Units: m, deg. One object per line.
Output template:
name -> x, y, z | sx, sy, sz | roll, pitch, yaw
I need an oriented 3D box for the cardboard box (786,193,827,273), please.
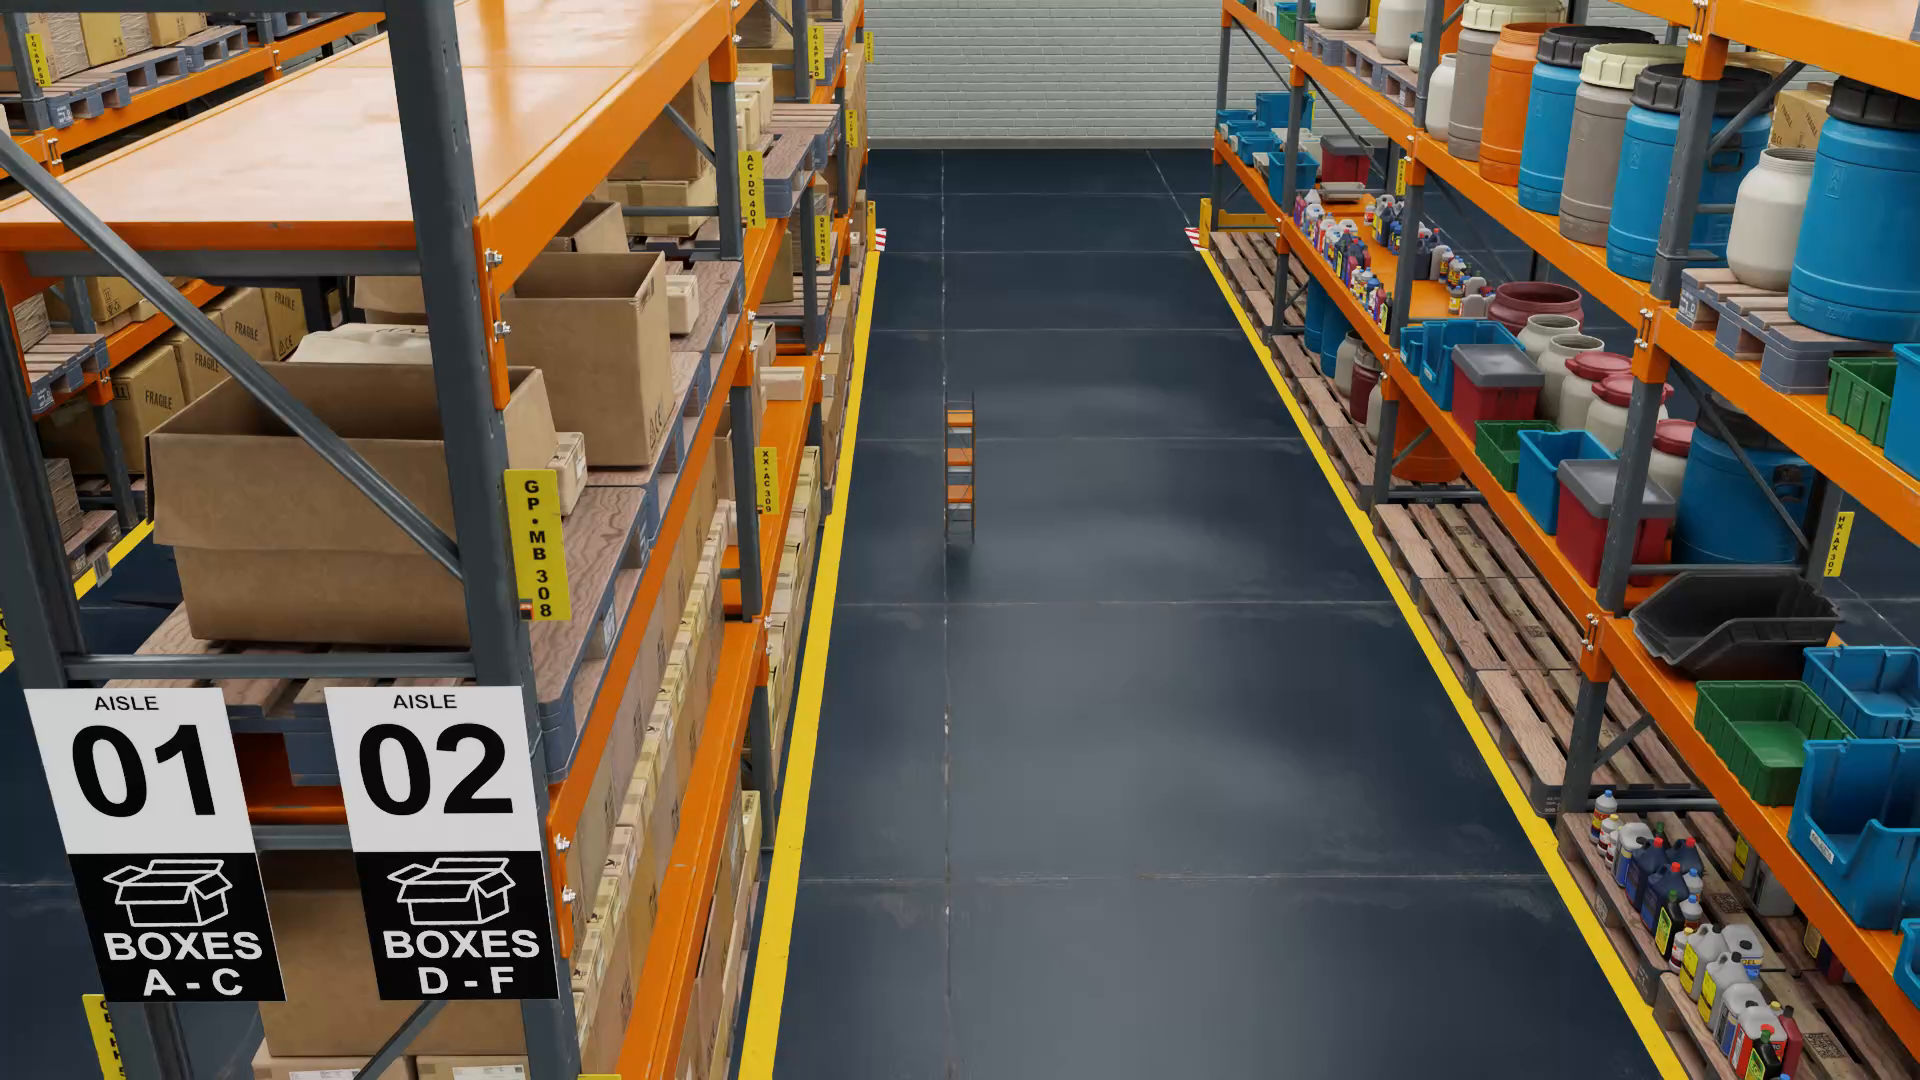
cardboard box -> -1.414, -2.356, 12.689 | 0.700, 0.500, 0.500 | 4, 25, 9

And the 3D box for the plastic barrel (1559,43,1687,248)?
plastic barrel -> 3.292, -1.928, 8.125 | 0.600, 0.901, 0.600 | 0, 24, 0

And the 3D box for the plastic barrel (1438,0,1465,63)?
plastic barrel -> 3.474, -3.491, 11.158 | 0.600, 0.830, 0.708 | 0, 24, -1

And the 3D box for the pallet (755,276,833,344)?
pallet -> -1.553, -1.674, 12.045 | 1.213, 0.211, 1.003 | 0, 24, -1

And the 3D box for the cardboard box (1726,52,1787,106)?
cardboard box -> 8.611, -5.031, 18.146 | 0.500, 0.500, 0.500 | 0, 24, 0

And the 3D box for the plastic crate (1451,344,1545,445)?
plastic crate -> 3.189, -0.865, 9.945 | 0.402, 0.464, 0.583 | 0, 24, -1

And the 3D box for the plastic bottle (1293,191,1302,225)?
plastic bottle -> 3.011, -2.945, 14.764 | 0.061, 0.283, 0.133 | 0, 24, -1

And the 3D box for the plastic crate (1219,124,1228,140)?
plastic crate -> 2.985, -4.471, 18.243 | 0.250, 0.136, 0.298 | 0, 24, -1

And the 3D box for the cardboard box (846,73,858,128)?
cardboard box -> -1.254, -4.252, 16.176 | 0.500, 0.500, 0.500 | -1, 24, -2

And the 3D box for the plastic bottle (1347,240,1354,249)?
plastic bottle -> 3.092, -2.217, 13.154 | 0.061, 0.283, 0.133 | 0, 24, -1

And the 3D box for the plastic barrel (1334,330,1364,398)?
plastic barrel -> 3.347, -1.460, 13.848 | 0.421, 0.512, 0.421 | 0, 24, 0

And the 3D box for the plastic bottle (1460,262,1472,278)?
plastic bottle -> 3.833, -1.971, 12.610 | 0.061, 0.283, 0.133 | 0, 24, -1

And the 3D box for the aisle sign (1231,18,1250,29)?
aisle sign -> 3.093, -6.013, 18.250 | 0.394, 0.787, 0.004 | 0, 24, -1

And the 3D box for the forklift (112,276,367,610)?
forklift -> -3.763, -0.826, 10.019 | 3.031, 2.935, 1.130 | 3, 24, 6

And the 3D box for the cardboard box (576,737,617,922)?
cardboard box -> -1.392, 0.746, 4.764 | 0.700, 0.500, 0.500 | -1, 24, -2

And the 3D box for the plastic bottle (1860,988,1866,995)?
plastic bottle -> 3.849, 1.811, 6.967 | 0.097, 0.201, 0.097 | 0, 24, 0

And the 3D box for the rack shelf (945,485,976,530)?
rack shelf -> -0.001, -0.238, 11.701 | 0.215, 0.259, 0.240 | 0, 24, -1

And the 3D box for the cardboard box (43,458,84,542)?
cardboard box -> -6.369, -0.224, 11.104 | 0.700, 0.500, 0.500 | 0, 24, 0

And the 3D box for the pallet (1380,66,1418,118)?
pallet -> 3.567, -3.100, 11.553 | 1.003, 0.211, 1.213 | 0, 24, -1

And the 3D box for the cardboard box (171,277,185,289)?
cardboard box -> -6.243, -2.020, 12.857 | 0.380, 0.149, 0.250 | 0, 24, 0

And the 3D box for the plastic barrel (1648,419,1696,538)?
plastic barrel -> 3.730, -0.312, 8.635 | 0.433, 0.535, 0.433 | 0, 24, 0

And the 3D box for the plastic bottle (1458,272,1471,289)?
plastic bottle -> 3.756, -1.863, 12.385 | 0.097, 0.271, 0.097 | 0, 24, 0

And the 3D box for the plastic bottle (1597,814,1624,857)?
plastic bottle -> 3.088, 1.395, 7.888 | 0.097, 0.201, 0.097 | 0, 24, 0

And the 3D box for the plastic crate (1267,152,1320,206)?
plastic crate -> 3.088, -3.362, 15.491 | 0.392, 0.384, 0.575 | 0, 24, -1

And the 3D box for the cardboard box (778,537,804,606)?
cardboard box -> -1.205, 0.167, 9.888 | 0.500, 0.311, 0.500 | 0, 24, 1

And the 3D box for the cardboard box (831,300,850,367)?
cardboard box -> -1.230, -1.787, 14.560 | 0.500, 0.500, 0.500 | 0, 24, 0

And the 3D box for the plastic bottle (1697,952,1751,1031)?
plastic bottle -> 3.124, 1.815, 6.777 | 0.144, 0.351, 0.185 | 1, 24, 2

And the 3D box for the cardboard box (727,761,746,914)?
cardboard box -> -1.214, 1.282, 7.193 | 0.500, 0.500, 0.500 | 0, 24, -1

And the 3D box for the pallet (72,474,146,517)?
pallet -> -6.362, -0.513, 12.629 | 1.003, 0.211, 1.213 | 0, 24, -1

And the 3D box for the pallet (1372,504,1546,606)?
pallet -> 3.447, 0.087, 11.302 | 1.003, 0.211, 1.213 | 0, 24, -1

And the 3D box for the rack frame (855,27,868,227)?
rack frame -> -1.563, -4.779, 18.677 | 1.000, 3.000, 0.127 | 0, 24, -1

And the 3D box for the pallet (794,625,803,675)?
pallet -> -1.495, 0.629, 10.104 | 1.003, 0.211, 1.213 | 0, 24, -1

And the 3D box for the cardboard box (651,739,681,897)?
cardboard box -> -1.400, 0.938, 5.915 | 0.700, 0.500, 0.500 | 0, 24, 1

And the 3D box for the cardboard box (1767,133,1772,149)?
cardboard box -> 8.106, -3.845, 16.433 | 0.500, 0.250, 0.500 | 0, 24, 1

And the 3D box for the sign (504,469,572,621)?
sign -> -0.833, 0.013, 3.285 | 0.100, 0.325, 0.005 | 0, 24, -1

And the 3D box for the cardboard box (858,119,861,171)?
cardboard box -> -1.271, -4.014, 16.865 | 0.500, 0.500, 0.500 | -1, 24, -1

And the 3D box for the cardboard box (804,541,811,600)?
cardboard box -> -1.214, 0.214, 10.463 | 0.500, 0.250, 0.500 | 0, 24, 1

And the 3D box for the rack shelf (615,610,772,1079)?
rack shelf -> -1.410, 1.318, 6.070 | 1.077, 0.370, 4.000 | 0, 24, -1

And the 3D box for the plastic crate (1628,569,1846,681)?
plastic crate -> 3.400, 0.389, 7.324 | 0.767, 0.338, 0.504 | 0, 24, -1

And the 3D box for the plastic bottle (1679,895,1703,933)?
plastic bottle -> 3.156, 1.660, 7.216 | 0.097, 0.271, 0.097 | 0, 24, 0

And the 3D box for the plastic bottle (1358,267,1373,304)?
plastic bottle -> 3.057, -1.913, 12.495 | 0.097, 0.271, 0.097 | 0, 24, 0

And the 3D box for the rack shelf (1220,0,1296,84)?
rack shelf -> 3.412, -5.015, 16.431 | 1.077, 0.370, 4.000 | 0, 24, -1

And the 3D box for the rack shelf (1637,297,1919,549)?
rack shelf -> 3.543, -0.070, 5.498 | 1.077, 0.370, 4.000 | 0, 24, -1

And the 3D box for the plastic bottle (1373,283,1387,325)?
plastic bottle -> 3.044, -1.710, 12.033 | 0.061, 0.283, 0.133 | 0, 24, -1

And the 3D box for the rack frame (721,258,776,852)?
rack frame -> -1.432, 0.166, 7.744 | 1.000, 3.000, 0.127 | 0, 24, -1

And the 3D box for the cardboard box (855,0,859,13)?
cardboard box -> -1.280, -5.455, 16.713 | 0.500, 0.250, 0.500 | 0, 24, -1

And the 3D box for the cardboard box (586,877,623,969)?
cardboard box -> -1.184, 1.099, 4.773 | 0.380, 0.149, 0.250 | 0, 24, 0

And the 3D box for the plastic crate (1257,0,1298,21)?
plastic crate -> 3.106, -5.198, 16.107 | 0.437, 0.282, 0.530 | 0, 24, -1

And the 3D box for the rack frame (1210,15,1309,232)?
rack frame -> 3.390, -4.800, 18.723 | 1.000, 3.000, 0.127 | 0, 24, -1

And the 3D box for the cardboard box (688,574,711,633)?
cardboard box -> -1.205, 0.254, 6.641 | 0.380, 0.149, 0.250 | 0, 24, -1

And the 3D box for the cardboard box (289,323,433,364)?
cardboard box -> -1.670, -0.470, 4.937 | 0.500, 0.311, 0.500 | 3, 24, 6

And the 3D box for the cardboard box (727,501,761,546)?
cardboard box -> -1.237, -0.086, 8.605 | 0.380, 0.149, 0.250 | 0, 24, -1

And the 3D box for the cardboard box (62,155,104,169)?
cardboard box -> -6.704, -2.811, 12.909 | 0.500, 0.250, 0.500 | -1, 24, -2

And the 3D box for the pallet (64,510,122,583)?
pallet -> -6.422, 0.134, 11.198 | 1.003, 0.211, 1.213 | 0, 24, -1

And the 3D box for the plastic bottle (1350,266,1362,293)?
plastic bottle -> 3.054, -2.001, 12.776 | 0.097, 0.201, 0.097 | 0, 24, 0

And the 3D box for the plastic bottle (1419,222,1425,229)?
plastic bottle -> 3.773, -2.520, 13.833 | 0.152, 0.276, 0.135 | 0, 24, -1

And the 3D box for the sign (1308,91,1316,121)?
sign -> 3.940, -4.883, 18.709 | 0.100, 0.325, 0.005 | 0, 24, -1

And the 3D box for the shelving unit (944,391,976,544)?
shelving unit -> -0.001, -0.500, 11.582 | 0.215, 1.050, 0.252 | 0, 24, -1
